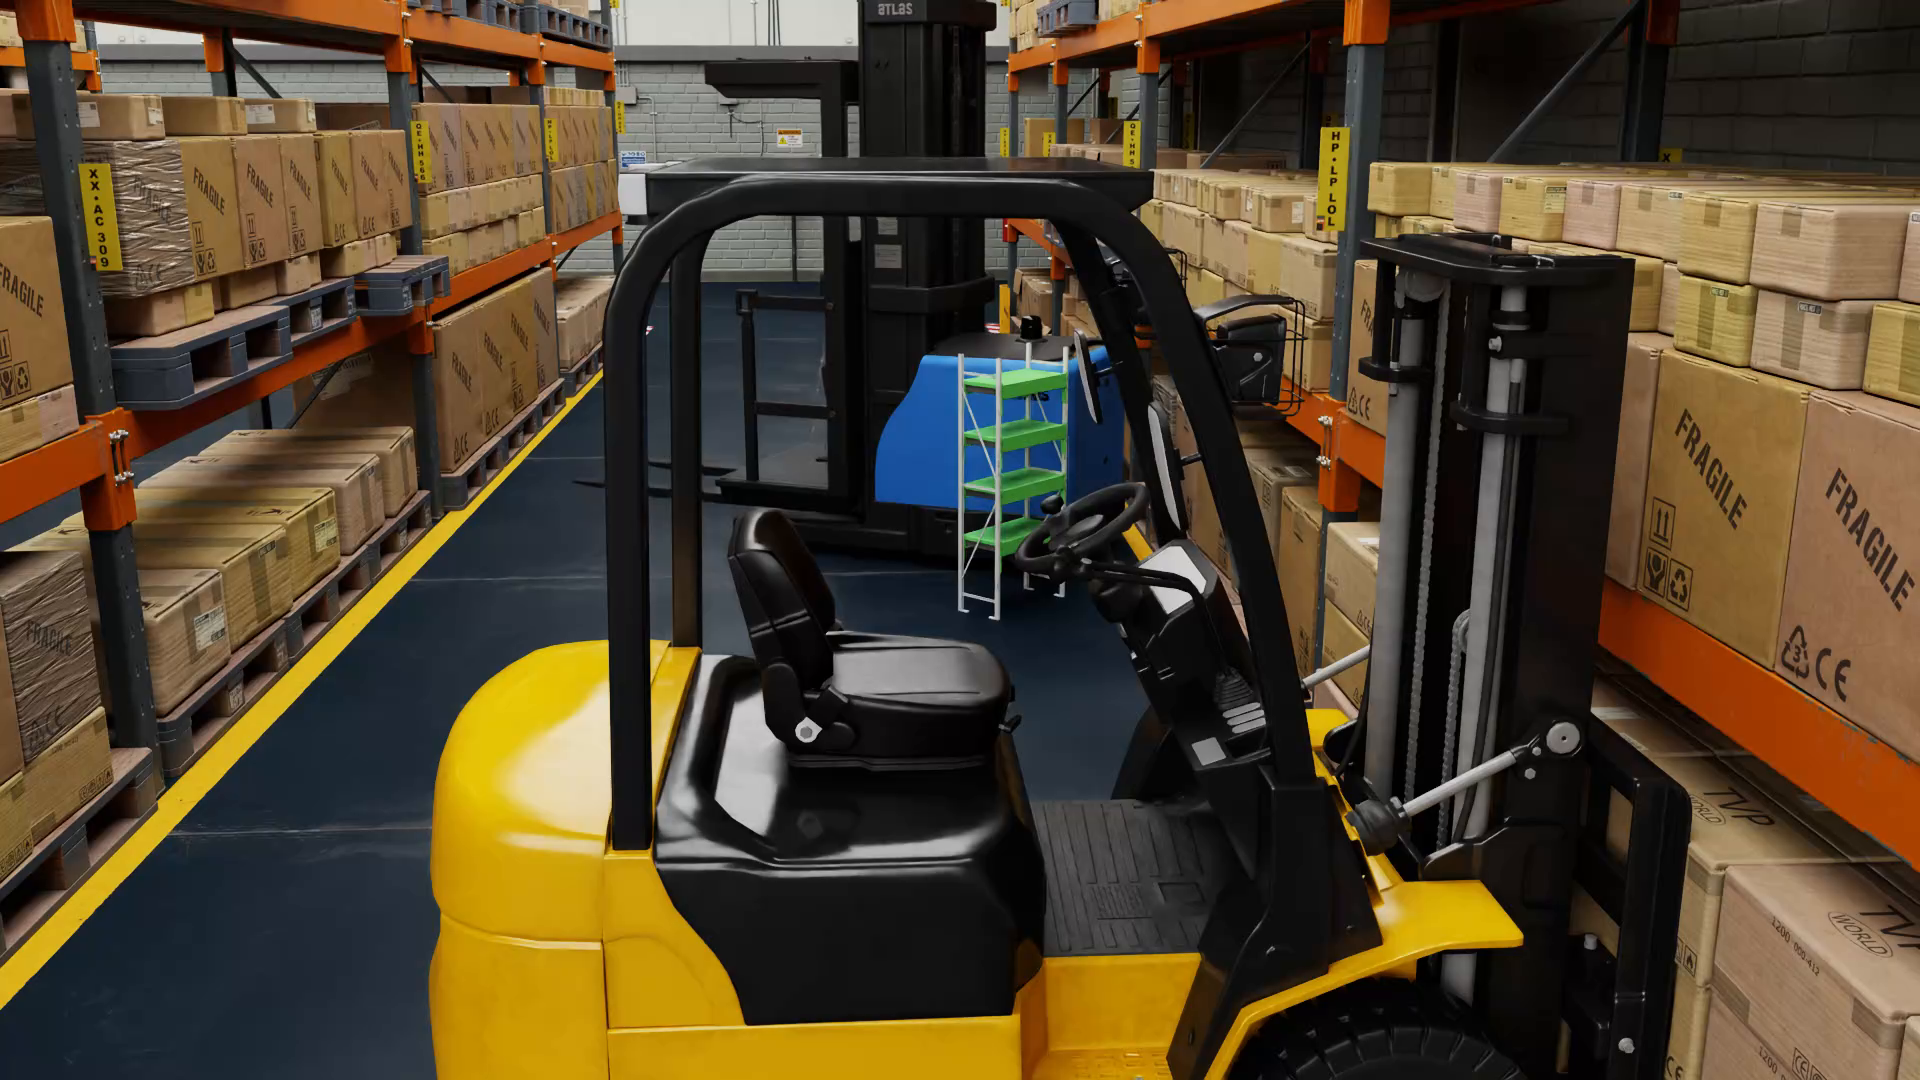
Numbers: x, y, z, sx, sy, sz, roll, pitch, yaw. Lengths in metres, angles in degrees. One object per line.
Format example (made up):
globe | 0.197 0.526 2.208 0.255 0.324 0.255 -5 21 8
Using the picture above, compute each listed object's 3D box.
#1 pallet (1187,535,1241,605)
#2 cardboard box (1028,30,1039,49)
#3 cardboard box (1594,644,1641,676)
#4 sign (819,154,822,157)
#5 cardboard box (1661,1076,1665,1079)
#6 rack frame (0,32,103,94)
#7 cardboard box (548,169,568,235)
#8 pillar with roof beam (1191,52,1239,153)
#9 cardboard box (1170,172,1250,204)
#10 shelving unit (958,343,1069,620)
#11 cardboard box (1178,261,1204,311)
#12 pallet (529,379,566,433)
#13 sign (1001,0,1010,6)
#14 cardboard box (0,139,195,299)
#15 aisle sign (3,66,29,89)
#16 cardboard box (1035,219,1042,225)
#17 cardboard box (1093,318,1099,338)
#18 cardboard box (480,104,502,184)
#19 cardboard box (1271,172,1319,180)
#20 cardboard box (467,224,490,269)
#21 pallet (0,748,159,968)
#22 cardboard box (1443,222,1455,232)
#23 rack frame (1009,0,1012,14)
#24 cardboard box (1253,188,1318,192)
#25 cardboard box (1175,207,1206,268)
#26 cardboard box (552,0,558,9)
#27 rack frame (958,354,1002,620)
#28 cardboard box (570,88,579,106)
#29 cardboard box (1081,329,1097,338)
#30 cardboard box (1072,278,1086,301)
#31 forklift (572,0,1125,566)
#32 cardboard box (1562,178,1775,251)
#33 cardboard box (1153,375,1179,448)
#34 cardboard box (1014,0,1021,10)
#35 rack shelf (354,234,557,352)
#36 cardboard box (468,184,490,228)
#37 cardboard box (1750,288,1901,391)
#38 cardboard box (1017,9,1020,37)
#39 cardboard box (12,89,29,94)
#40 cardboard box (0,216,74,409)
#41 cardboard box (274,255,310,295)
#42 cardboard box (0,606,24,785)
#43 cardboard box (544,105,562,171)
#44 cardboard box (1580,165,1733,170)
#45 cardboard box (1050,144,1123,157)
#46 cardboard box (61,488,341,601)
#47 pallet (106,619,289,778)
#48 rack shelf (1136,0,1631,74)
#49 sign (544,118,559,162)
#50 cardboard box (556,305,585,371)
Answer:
pallet | 1.581 0.215 7.765 1.003 0.211 1.213 -1 14 -3
cardboard box | 0.806 -4.436 14.733 0.380 0.149 0.250 -1 14 -2
cardboard box | 1.525 0.372 4.230 0.500 0.250 0.500 0 14 -2
sign | -1.740 -4.966 22.500 0.329 0.494 0.001 -1 14 -3
cardboard box | 1.604 1.114 3.351 0.500 0.250 0.500 -1 14 -3
rack frame | -8.888 -3.454 16.429 1.000 3.000 0.127 -1 14 -3
cardboard box | -3.473 -2.729 13.414 0.500 0.500 0.500 0 14 -2
pillar with roof beam | -2.192 -5.664 12.980 9.100 9.000 0.400 -1 14 -3
cardboard box | 1.281 -1.792 8.469 0.380 0.149 0.250 0 14 -2
shelving unit | 0.247 -0.280 7.708 0.258 1.200 0.503 12 19 39
cardboard box | 1.345 -1.203 7.984 0.500 0.250 0.500 -1 14 -5
pallet | -3.583 -1.019 12.564 1.003 0.211 1.213 -1 14 -3
sign | 0.459 -5.500 16.610 0.100 0.325 0.005 -1 14 -3
cardboard box | -2.953 -1.088 5.593 0.500 0.500 0.500 -1 14 -2
aisle sign | -9.192 -4.726 16.158 0.394 0.787 0.004 -1 14 -3
cardboard box | 0.865 -2.849 14.584 0.380 0.149 0.250 -1 14 -4
cardboard box | 1.148 -1.528 11.816 0.380 0.149 0.250 0 14 -1
cardboard box | -3.329 -2.602 10.913 0.500 0.500 0.500 -1 14 -3
cardboard box | 1.801 -1.799 8.497 0.380 0.149 0.250 -1 14 -3
cardboard box | -3.313 -1.876 10.601 0.500 0.250 0.500 0 14 -2
pallet | -3.133 0.946 4.925 1.003 0.211 1.213 -1 14 -3
cardboard box | 1.563 -0.799 4.609 0.380 0.149 0.250 -1 14 -4
rack frame | 1.000 -6.538 16.378 1.000 3.000 0.127 -1 14 -3
cardboard box | 1.402 -1.347 6.741 0.380 0.149 0.250 -1 14 -5
cardboard box | 1.324 -1.443 7.914 0.500 0.250 0.500 -1 14 -5
cardboard box | -3.911 -4.843 14.947 0.500 0.311 0.500 -1 14 -2
rack frame | 0.088 -0.234 7.529 0.240 1.200 0.015 12 19 39
cardboard box | -3.542 -3.869 14.534 0.380 0.149 0.250 -1 14 -3
cardboard box | 1.123 -1.250 12.040 0.500 0.500 0.500 -1 14 -5
cardboard box | 1.069 -1.932 12.789 0.380 0.149 0.250 -2 15 -6
forklift | -0.671 -1.478 8.888 3.031 2.935 1.130 6 15 21
cardboard box | 1.626 -0.752 3.829 0.380 0.149 0.250 -1 14 -4
cardboard box | 1.521 -0.541 9.032 0.875 0.625 0.625 0 14 -2
cardboard box | 0.790 -5.158 15.734 0.500 0.250 0.500 -1 14 -4
rack shelf | -3.582 -1.715 11.114 1.077 0.370 4.000 -1 14 -3
cardboard box | -3.292 -2.118 10.534 0.500 0.250 0.500 -1 14 -4
cardboard box | 1.622 -0.354 2.880 0.380 0.149 0.250 -1 14 -5
cardboard box | 0.807 -4.916 15.798 0.500 0.250 0.500 -1 14 -2
cardboard box | -8.539 -3.765 14.836 0.500 0.500 0.500 0 14 -1
cardboard box | -2.934 -0.657 4.761 0.500 0.500 0.500 -1 14 -5
cardboard box | -2.982 -1.119 7.018 0.380 0.149 0.250 0 14 -1
cardboard box | -2.872 0.464 4.374 0.500 0.500 0.500 -1 14 -2
cardboard box | -3.494 -3.215 13.295 0.500 0.500 0.500 -1 14 -3
cardboard box | 2.039 -1.017 4.860 0.380 0.149 0.250 -1 14 -5
cardboard box | 1.055 -2.766 12.713 0.700 0.500 0.500 -1 14 -2
cardboard box | -3.338 0.016 7.373 0.950 0.372 0.625 0 14 -2
pallet | -3.260 0.586 6.325 1.003 0.211 1.213 -1 14 -3
rack shelf | 1.620 -2.250 7.175 1.077 0.370 4.000 -1 14 -3
sign | -3.165 -3.094 12.865 0.100 0.325 0.005 -1 14 -3
cardboard box | -3.638 -1.681 13.838 0.875 0.438 0.875 -1 14 -4
